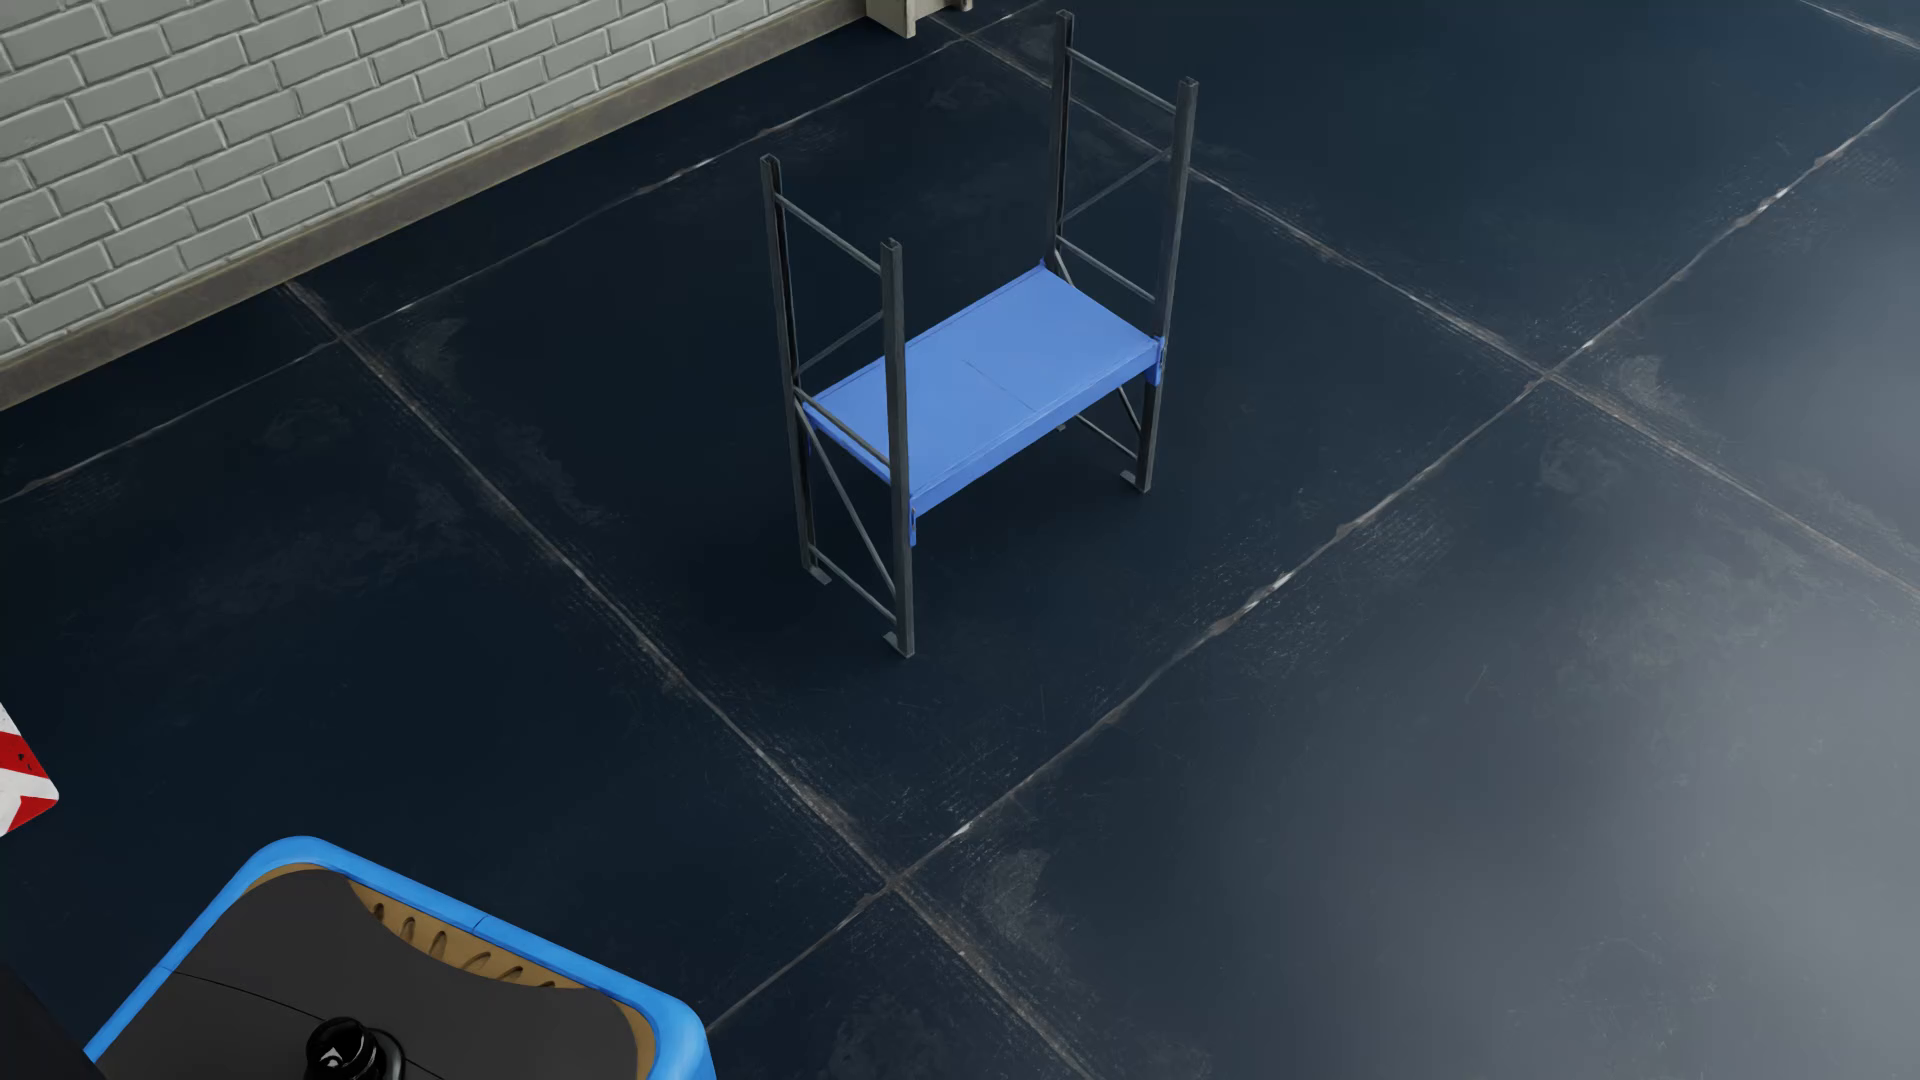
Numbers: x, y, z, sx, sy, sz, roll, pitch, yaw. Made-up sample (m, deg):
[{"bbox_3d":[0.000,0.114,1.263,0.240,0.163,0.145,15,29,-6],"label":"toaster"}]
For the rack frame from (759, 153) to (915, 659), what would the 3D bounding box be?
[{"bbox_3d":[-0.313,-0.299,4.506,0.032,1.500,0.500,-34,56,-27],"label":"rack frame"}]

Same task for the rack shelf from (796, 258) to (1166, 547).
[{"bbox_3d":[0.063,-0.429,4.870,1.000,0.185,0.538,-34,56,-27],"label":"rack shelf"}]

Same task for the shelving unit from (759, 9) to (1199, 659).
[{"bbox_3d":[0.063,-0.551,4.738,1.048,1.500,0.538,-34,56,-27],"label":"shelving unit"}]

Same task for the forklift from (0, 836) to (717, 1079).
[{"bbox_3d":[-1.519,1.429,1.937,1.130,2.935,3.031,19,50,16],"label":"forklift"}]

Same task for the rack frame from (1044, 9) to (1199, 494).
[{"bbox_3d":[0.439,-0.802,4.970,0.032,1.500,0.500,-34,56,-27],"label":"rack frame"}]

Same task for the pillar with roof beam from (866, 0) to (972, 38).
[{"bbox_3d":[2.706,-3.083,1.972,0.400,9.000,9.100,-34,56,-27],"label":"pillar with roof beam"}]
